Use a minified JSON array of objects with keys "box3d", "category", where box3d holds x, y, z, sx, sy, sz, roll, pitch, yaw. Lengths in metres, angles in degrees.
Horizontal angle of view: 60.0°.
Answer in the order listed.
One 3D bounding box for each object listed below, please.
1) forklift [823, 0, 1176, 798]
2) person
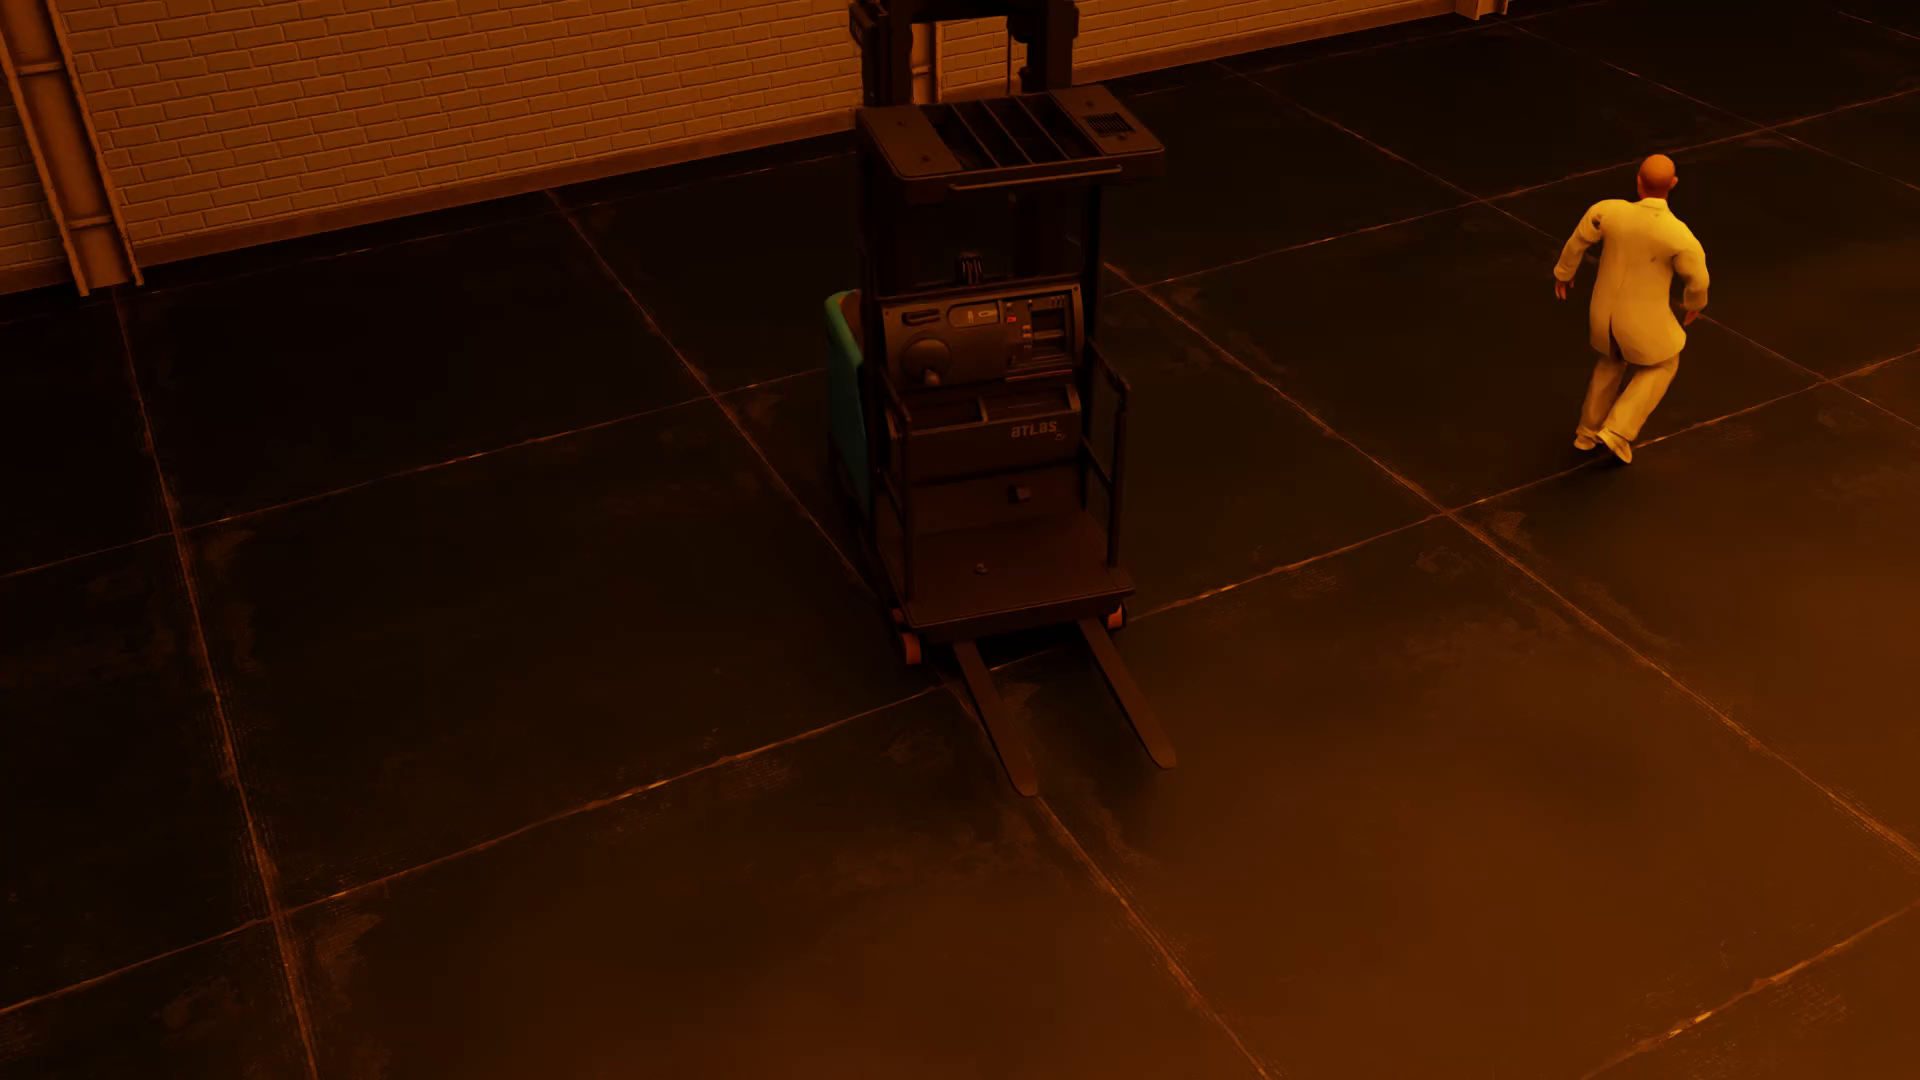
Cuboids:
[{"box3d":[0.169,-0.858,7.337,1.130,2.935,3.031,-9,36,-13],"category":"forklift"},{"box3d":[3.573,-1.250,8.932,0.517,1.750,0.829,-23,41,-29],"category":"person"}]
